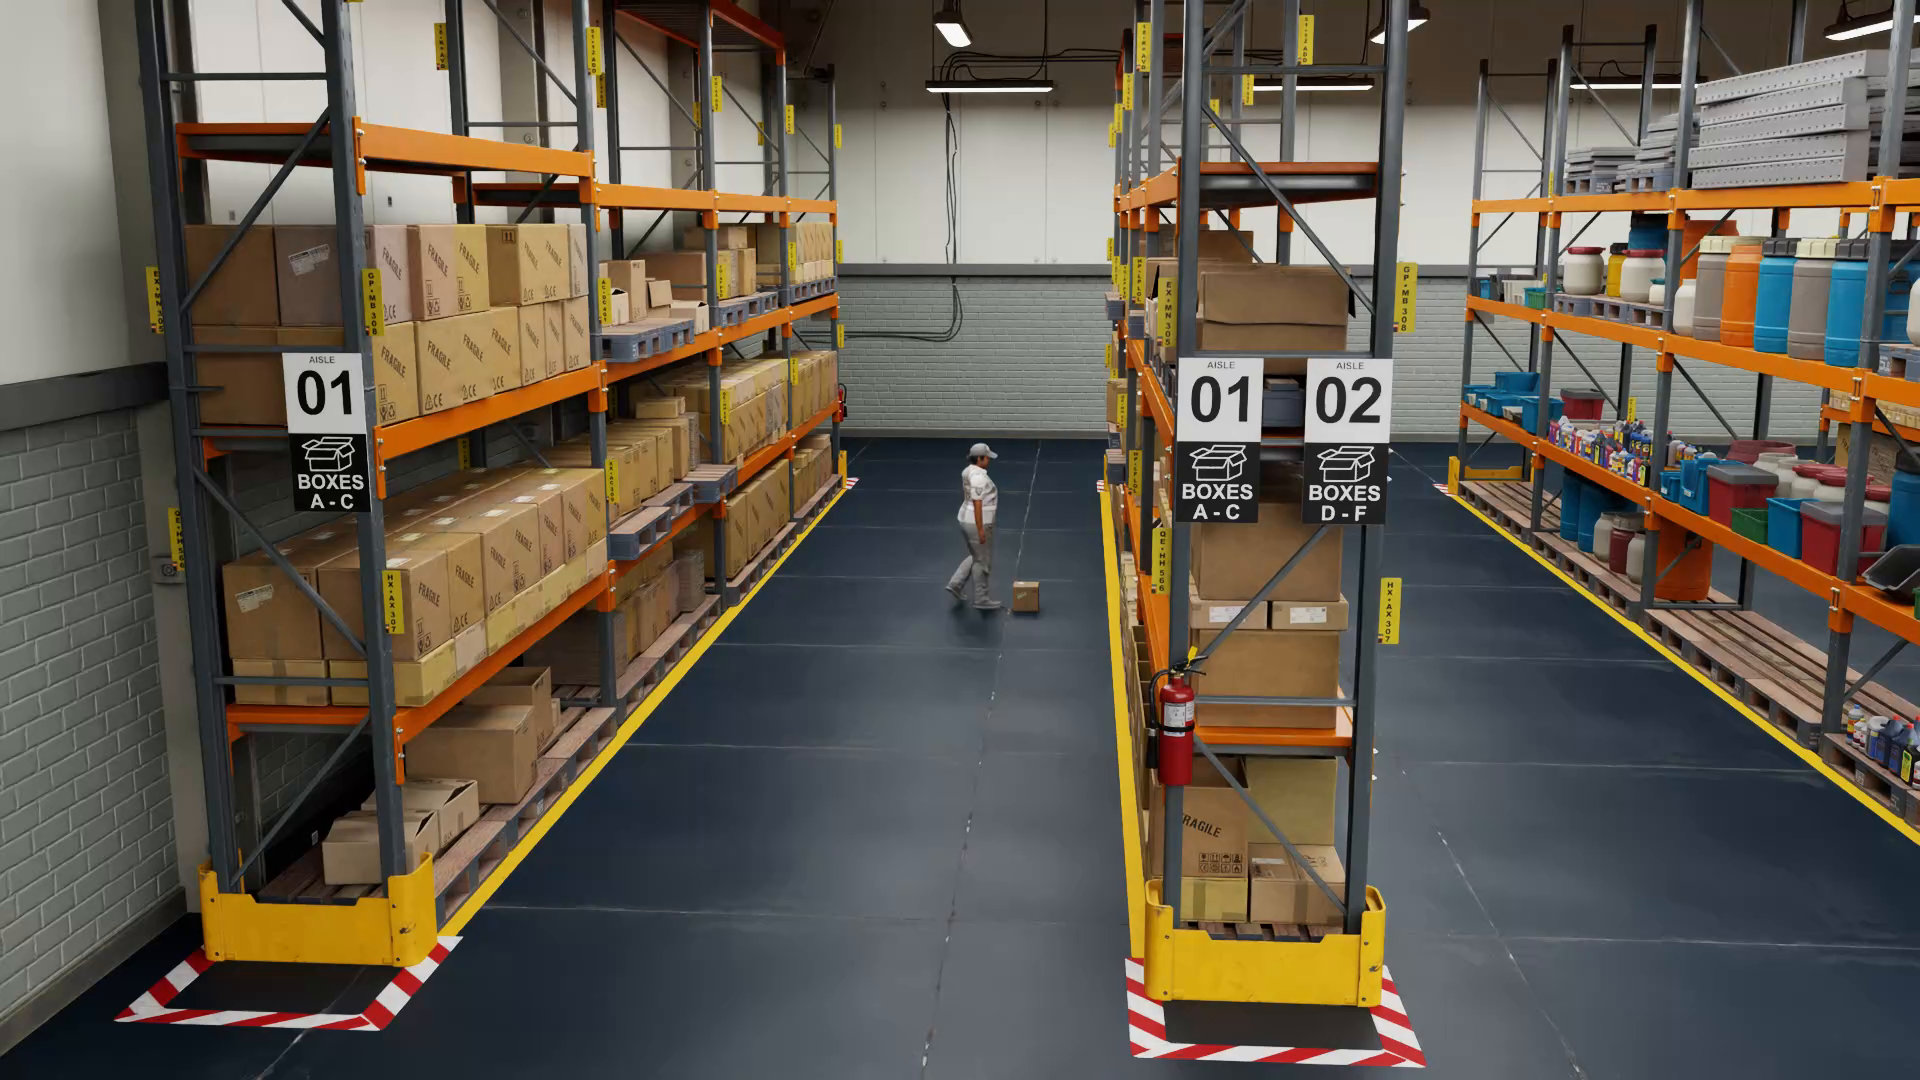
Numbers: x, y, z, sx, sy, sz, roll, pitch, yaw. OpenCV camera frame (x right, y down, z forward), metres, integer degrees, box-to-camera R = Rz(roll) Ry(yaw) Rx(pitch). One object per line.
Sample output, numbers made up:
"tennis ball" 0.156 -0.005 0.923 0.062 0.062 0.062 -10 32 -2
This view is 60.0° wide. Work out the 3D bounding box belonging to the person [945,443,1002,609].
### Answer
"person" 0.144 -0.144 16.602 0.550 1.663 0.488 -3 11 -13
